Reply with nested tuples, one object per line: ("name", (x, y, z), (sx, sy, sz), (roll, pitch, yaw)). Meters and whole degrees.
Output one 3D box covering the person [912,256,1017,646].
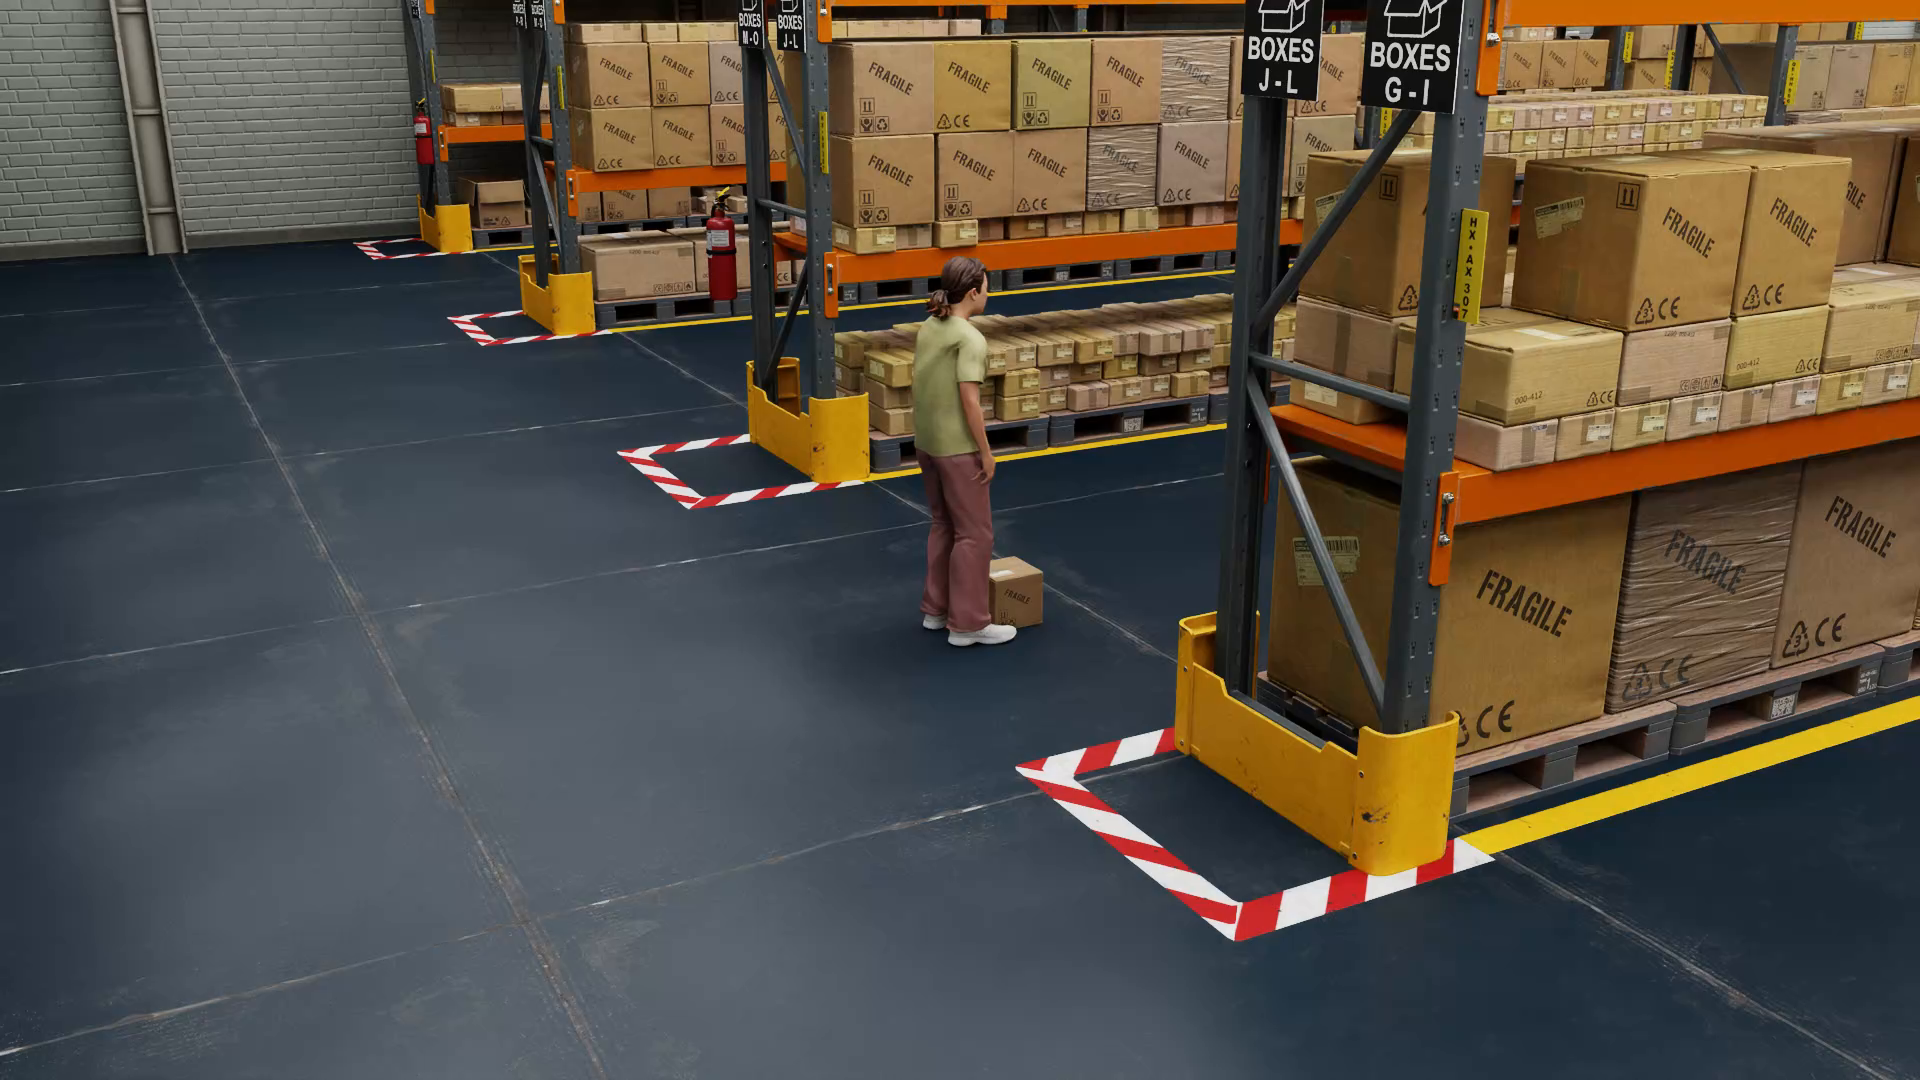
("person", (-0.011, -0.391, 7.227), (0.353, 1.673, 0.519), (-11, 21, -29))
